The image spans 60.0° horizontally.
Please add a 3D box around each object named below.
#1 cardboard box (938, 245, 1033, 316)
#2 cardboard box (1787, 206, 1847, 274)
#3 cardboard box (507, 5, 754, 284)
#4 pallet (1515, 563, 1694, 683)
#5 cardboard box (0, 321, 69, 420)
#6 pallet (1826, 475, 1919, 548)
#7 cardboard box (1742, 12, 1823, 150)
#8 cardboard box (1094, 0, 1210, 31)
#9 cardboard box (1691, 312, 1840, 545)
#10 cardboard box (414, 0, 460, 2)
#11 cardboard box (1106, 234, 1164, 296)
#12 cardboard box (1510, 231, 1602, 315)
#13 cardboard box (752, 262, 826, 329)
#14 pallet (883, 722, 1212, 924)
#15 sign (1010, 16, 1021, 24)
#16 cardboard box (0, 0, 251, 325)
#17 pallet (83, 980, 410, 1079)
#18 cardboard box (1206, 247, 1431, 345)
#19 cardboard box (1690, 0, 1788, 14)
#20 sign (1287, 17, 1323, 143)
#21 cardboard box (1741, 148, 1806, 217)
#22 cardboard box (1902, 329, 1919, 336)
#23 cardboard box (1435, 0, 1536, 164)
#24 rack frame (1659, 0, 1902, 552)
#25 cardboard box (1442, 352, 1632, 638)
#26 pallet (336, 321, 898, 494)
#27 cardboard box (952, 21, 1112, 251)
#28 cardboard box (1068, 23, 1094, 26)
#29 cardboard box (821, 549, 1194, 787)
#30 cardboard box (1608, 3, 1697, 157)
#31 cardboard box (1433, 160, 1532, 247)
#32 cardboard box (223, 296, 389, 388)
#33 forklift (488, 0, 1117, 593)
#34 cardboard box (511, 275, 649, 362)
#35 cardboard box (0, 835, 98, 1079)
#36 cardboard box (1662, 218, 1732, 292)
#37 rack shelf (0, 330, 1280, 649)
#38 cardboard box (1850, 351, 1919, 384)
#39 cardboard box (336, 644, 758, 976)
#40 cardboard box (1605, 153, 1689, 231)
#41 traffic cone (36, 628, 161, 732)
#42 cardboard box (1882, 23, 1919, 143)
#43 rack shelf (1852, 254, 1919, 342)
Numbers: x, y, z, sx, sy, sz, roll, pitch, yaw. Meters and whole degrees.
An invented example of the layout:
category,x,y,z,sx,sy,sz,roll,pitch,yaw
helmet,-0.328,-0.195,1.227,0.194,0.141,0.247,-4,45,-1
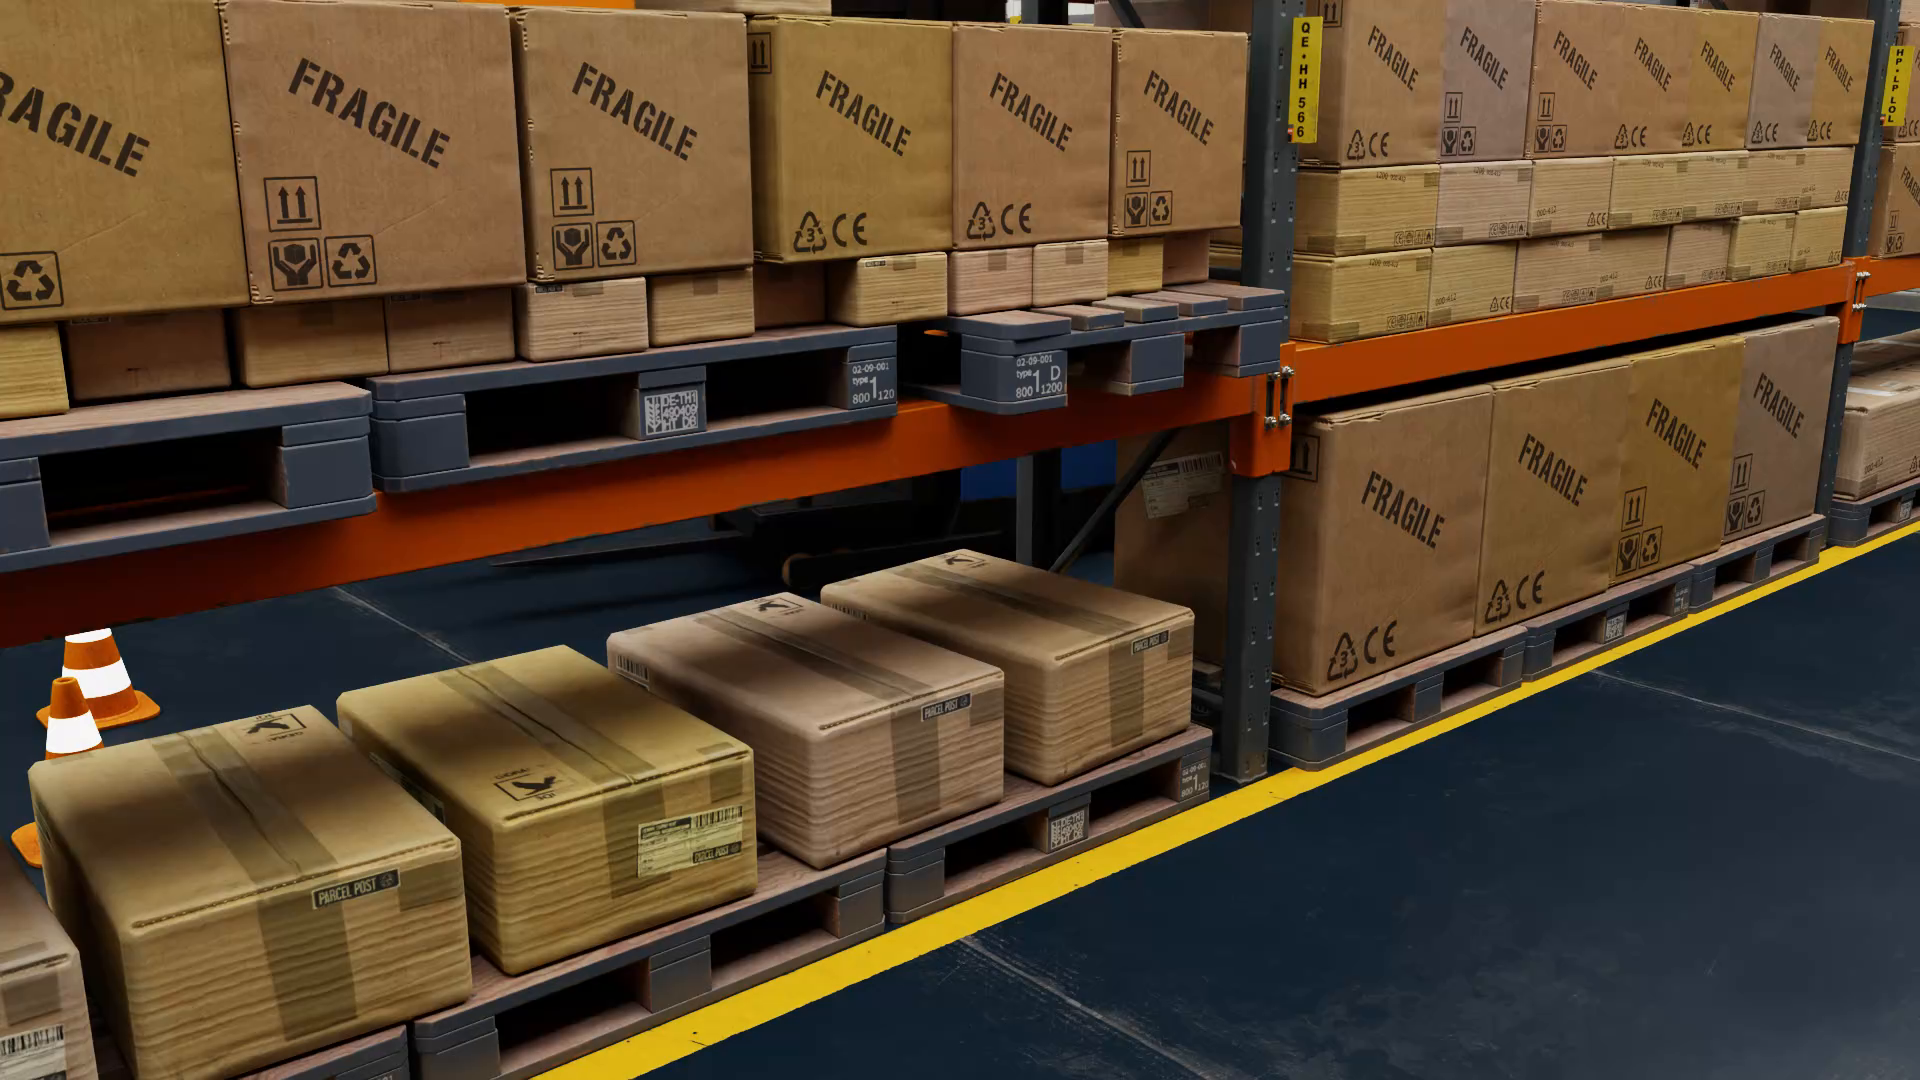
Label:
category,x,y,z,sx,sy,sz,roll,pitch,yaw
cardboard box,-0.044,-0.644,4.021,0.250,0.149,0.380,-14,20,-42
cardboard box,3.404,-1.296,7.079,0.500,0.250,0.500,-13,20,-41
cardboard box,-0.776,-0.812,3.392,0.500,0.500,0.500,-14,20,-42
pallet,2.123,0.207,6.566,1.213,0.211,1.003,-13,19,-39
cardboard box,-1.640,-0.292,2.705,0.250,0.149,0.380,-12,19,-38
pallet,4.202,-0.260,8.313,1.213,0.211,1.003,-13,19,-39
cardboard box,3.019,-1.811,6.586,0.500,0.500,0.500,-12,19,-38
cardboard box,0.778,-1.486,5.368,0.500,0.500,0.500,-13,20,-41
cardboard box,3.162,-0.549,7.296,0.875,0.875,0.875,-12,19,-38
cardboard box,-1.119,-1.061,3.070,0.250,0.149,0.380,-11,19,-36
cardboard box,0.312,-0.736,4.367,0.250,0.149,0.380,-12,19,-39
cardboard box,1.869,-0.955,5.804,0.500,0.250,0.500,-12,19,-38
cardboard box,-0.515,-0.576,3.769,0.250,0.149,0.380,-12,19,-39
pallet,-0.031,0.664,4.856,1.213,0.211,1.003,-13,19,-39
sign,0.192,-1.483,5.244,0.005,0.325,0.100,-13,19,-39
cardboard box,-1.539,-0.641,2.755,0.500,0.500,0.500,-13,19,-39
pallet,-1.872,1.077,3.309,1.213,0.211,1.003,-13,19,-39
cardboard box,1.094,-0.777,5.137,0.500,0.250,0.500,-13,20,-40
cardboard box,3.600,-2.452,7.729,0.250,0.149,0.380,-13,20,-40
sign,0.923,-1.233,4.462,0.005,0.325,0.100,-13,19,-39
cardboard box,3.032,-1.454,6.703,0.500,0.250,0.500,-12,19,-38
cardboard box,6.162,-1.005,9.850,0.875,0.438,0.875,-14,20,-41
cardboard box,1.460,-1.469,5.305,0.500,0.500,0.500,-13,19,-39
rack frame,3.577,-1.493,7.528,0.127,3.000,1.000,-13,19,-39
cardboard box,1.810,-0.243,6.151,0.875,0.875,0.875,-12,19,-39
pallet,-0.907,-0.380,3.730,1.213,0.211,1.003,-13,19,-39
cardboard box,0.016,-0.990,4.059,0.500,0.500,0.500,-13,20,-40
cardboard box,0.751,-3.144,11.000,0.500,0.500,0.500,-12,19,-38
cardboard box,0.126,0.345,4.925,0.625,0.372,0.950,-14,21,-43
cardboard box,2.243,-1.638,5.940,0.500,0.500,0.500,-12,19,-38
cardboard box,1.494,-1.110,5.414,0.500,0.250,0.500,-12,19,-38
cardboard box,-1.255,-0.391,3.073,0.250,0.149,0.380,-12,19,-39
forklift,-0.622,-1.350,7.124,3.031,2.935,1.130,-7,17,-25
cardboard box,-0.832,-0.467,3.359,0.250,0.149,0.380,-12,19,-37
cardboard box,-2.064,0.839,3.074,0.625,0.372,0.950,-12,19,-39
cardboard box,2.626,-1.128,6.451,0.500,0.250,0.500,-13,20,-41
rack shelf,-0.950,-0.129,3.815,4.000,0.370,1.077,-13,19,-39
cardboard box,4.796,-0.696,8.692,0.875,0.438,0.875,-13,20,-41
cardboard box,-1.001,0.599,3.974,0.625,0.372,0.950,-12,19,-38
cardboard box,2.270,-1.275,6.033,0.500,0.250,0.500,-12,19,-38
traffic cone,-2.880,0.361,5.501,0.334,0.463,0.336,-13,19,-39
cardboard box,4.095,-2.058,7.511,0.500,0.500,0.500,-12,19,-39
rack shelf,5.086,-1.484,8.889,4.000,0.370,1.077,-13,19,-39
